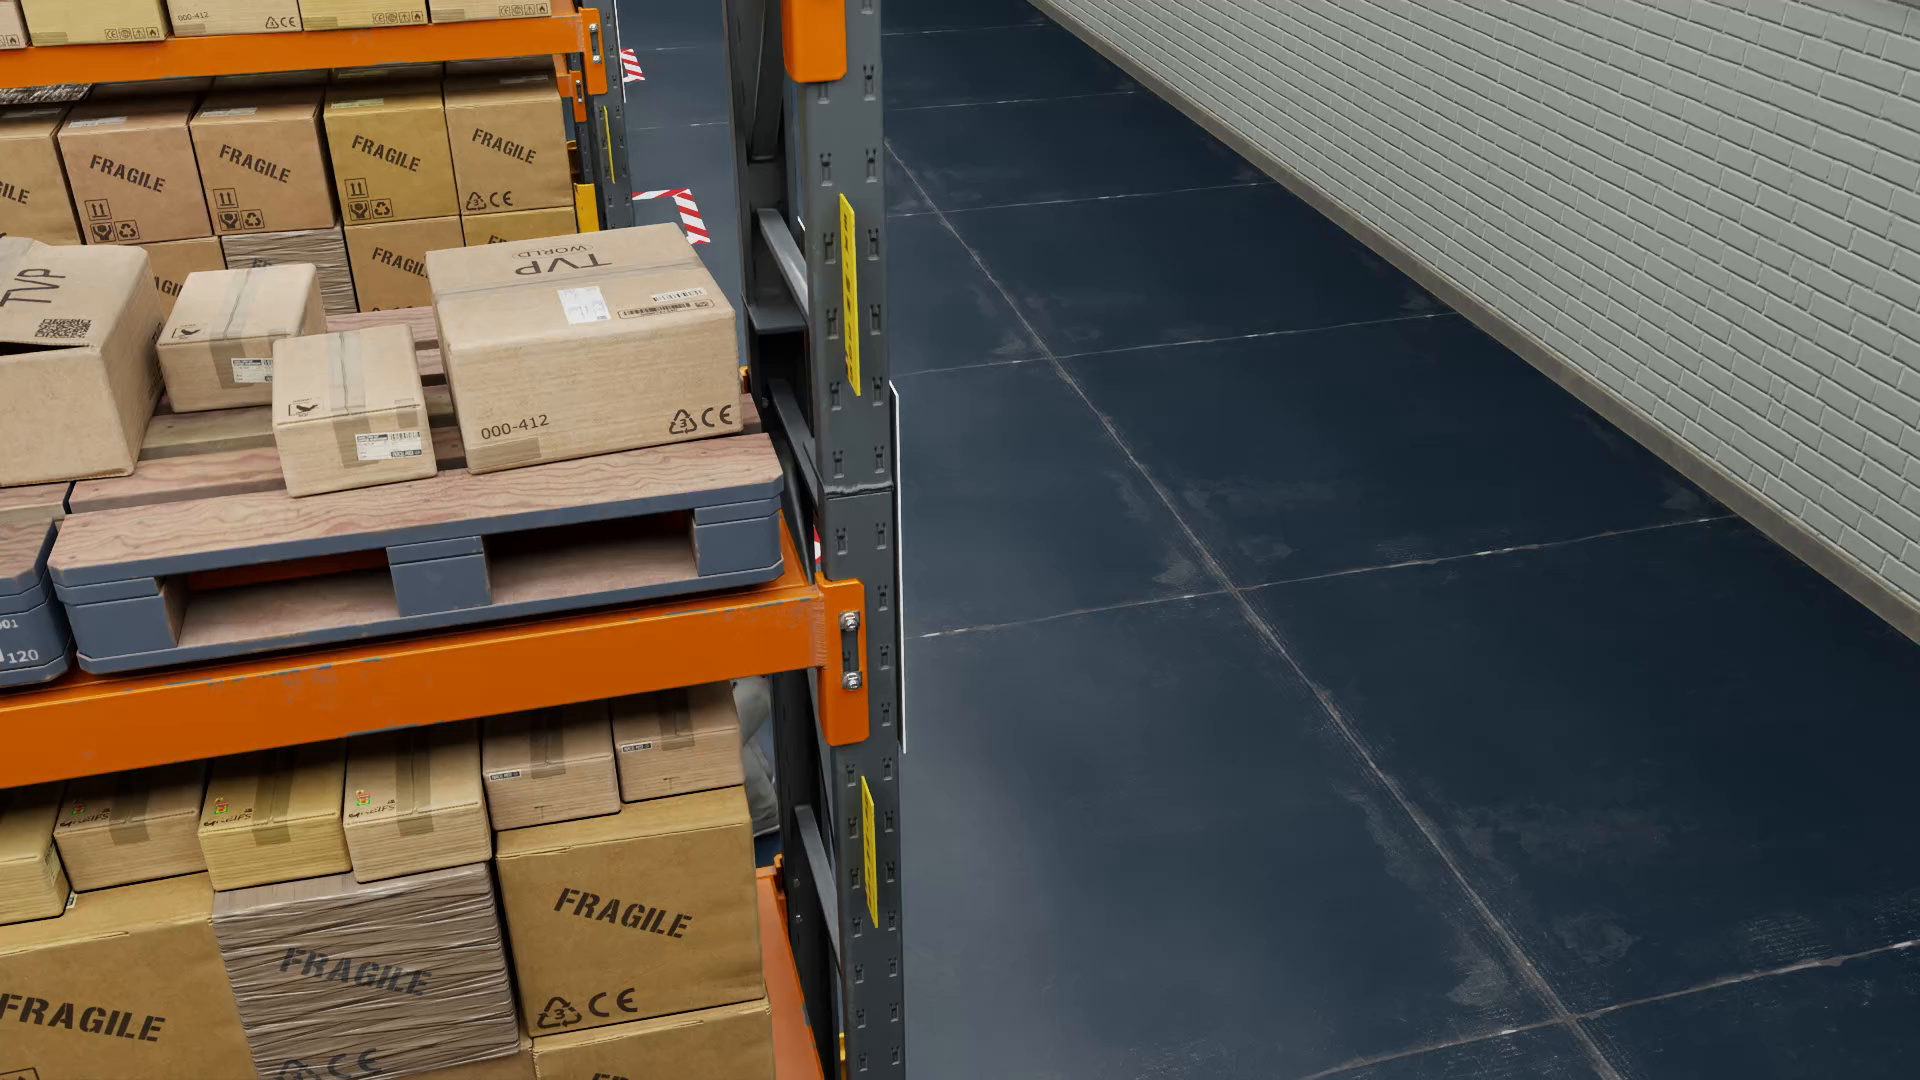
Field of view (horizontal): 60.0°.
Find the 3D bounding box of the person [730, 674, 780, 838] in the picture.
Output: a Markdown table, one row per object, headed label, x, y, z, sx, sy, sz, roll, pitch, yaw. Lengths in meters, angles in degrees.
| label | x | y | z | sx | sy | sz | roll | pitch | yaw |
| --- | --- | --- | --- | --- | --- | --- | --- | --- | --- |
| person | -1.122 | 0.693 | 6.589 | 1.045 | 1.091 | 0.509 | -9 | 31 | -15 |
